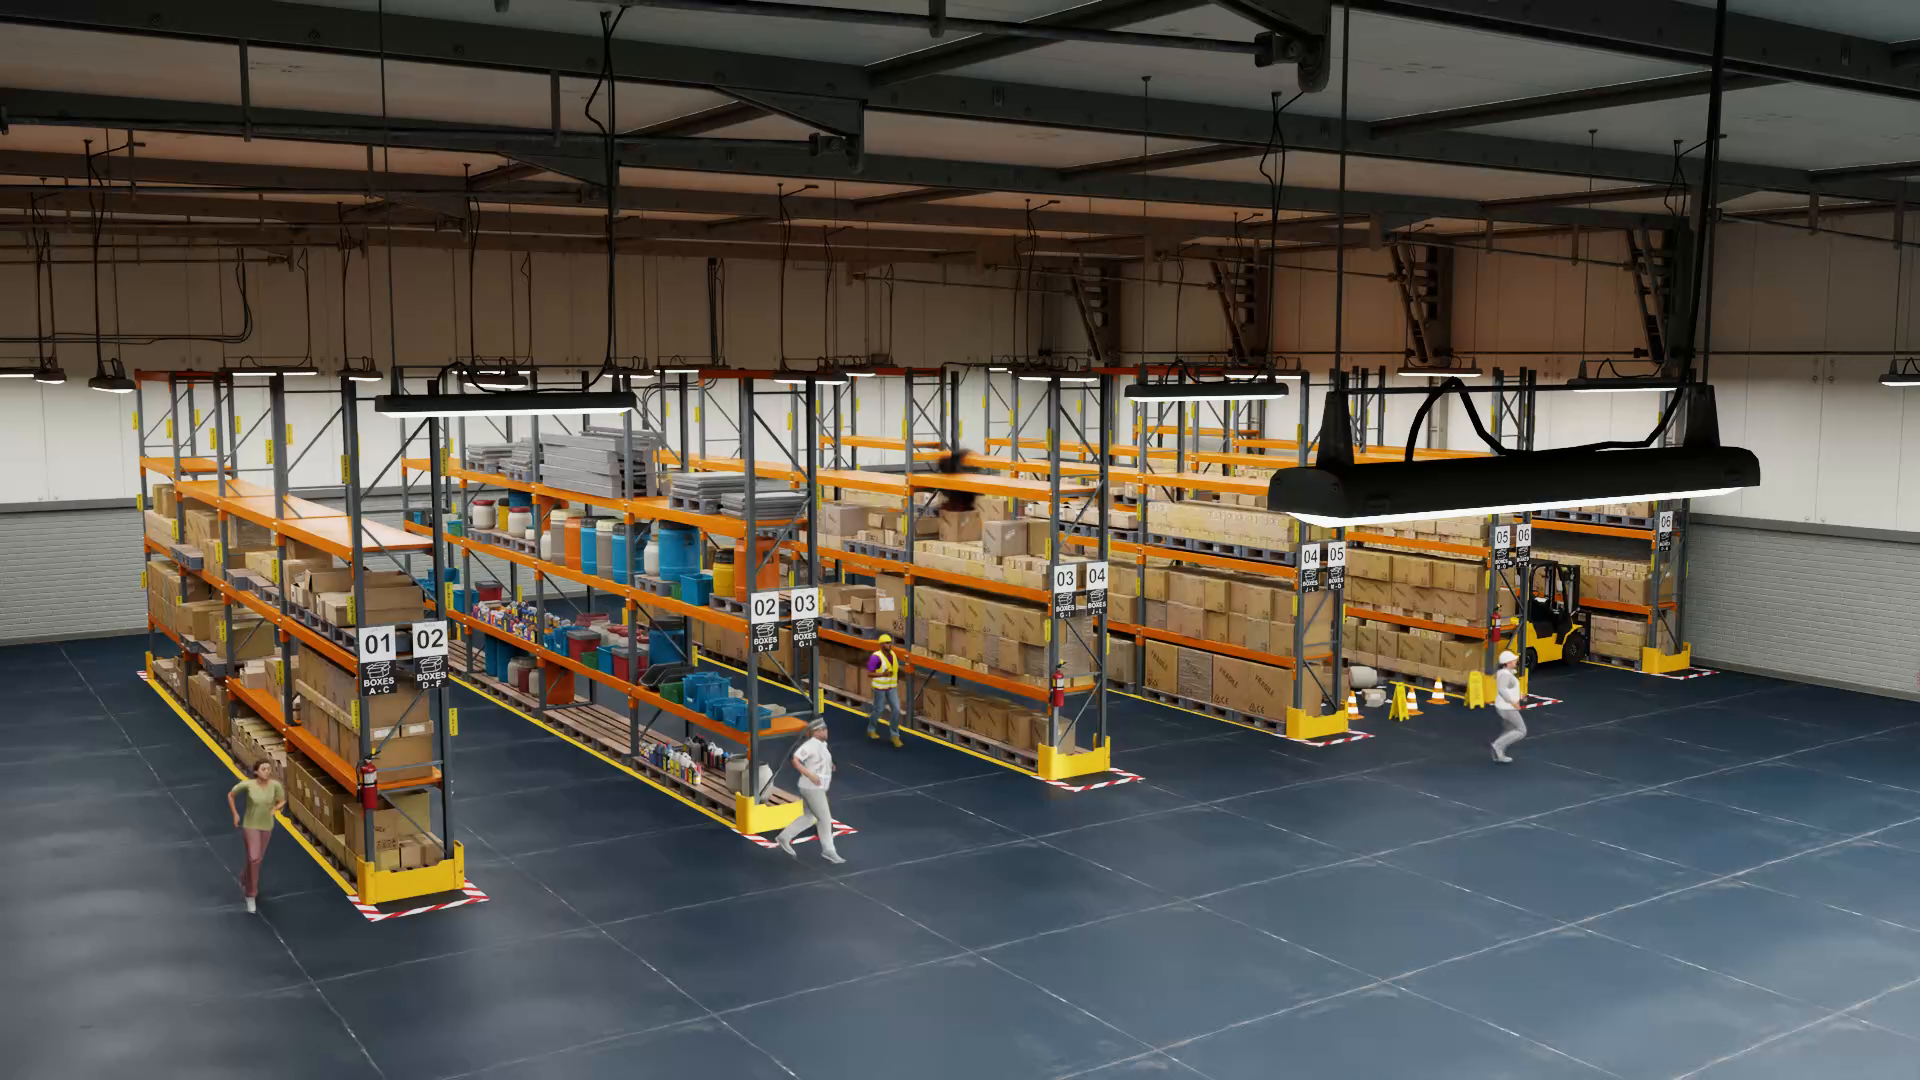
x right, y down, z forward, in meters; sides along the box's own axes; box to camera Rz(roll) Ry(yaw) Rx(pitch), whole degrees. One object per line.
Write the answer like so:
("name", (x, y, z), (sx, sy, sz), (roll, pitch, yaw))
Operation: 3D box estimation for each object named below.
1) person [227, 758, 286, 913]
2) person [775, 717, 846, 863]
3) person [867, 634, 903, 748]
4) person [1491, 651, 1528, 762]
("person", (-8.107, 3.349, 19.236), (0.599, 1.694, 0.826), (-6, 9, -44))
("person", (-1.854, 3.118, 20.911), (0.927, 1.801, 0.682), (1, 6, 7))
("person", (-1.211, 2.411, 26.857), (0.691, 1.805, 0.785), (-5, 8, -38))
("person", (8.502, 2.572, 25.663), (0.567, 1.728, 0.637), (1, 7, 8))
